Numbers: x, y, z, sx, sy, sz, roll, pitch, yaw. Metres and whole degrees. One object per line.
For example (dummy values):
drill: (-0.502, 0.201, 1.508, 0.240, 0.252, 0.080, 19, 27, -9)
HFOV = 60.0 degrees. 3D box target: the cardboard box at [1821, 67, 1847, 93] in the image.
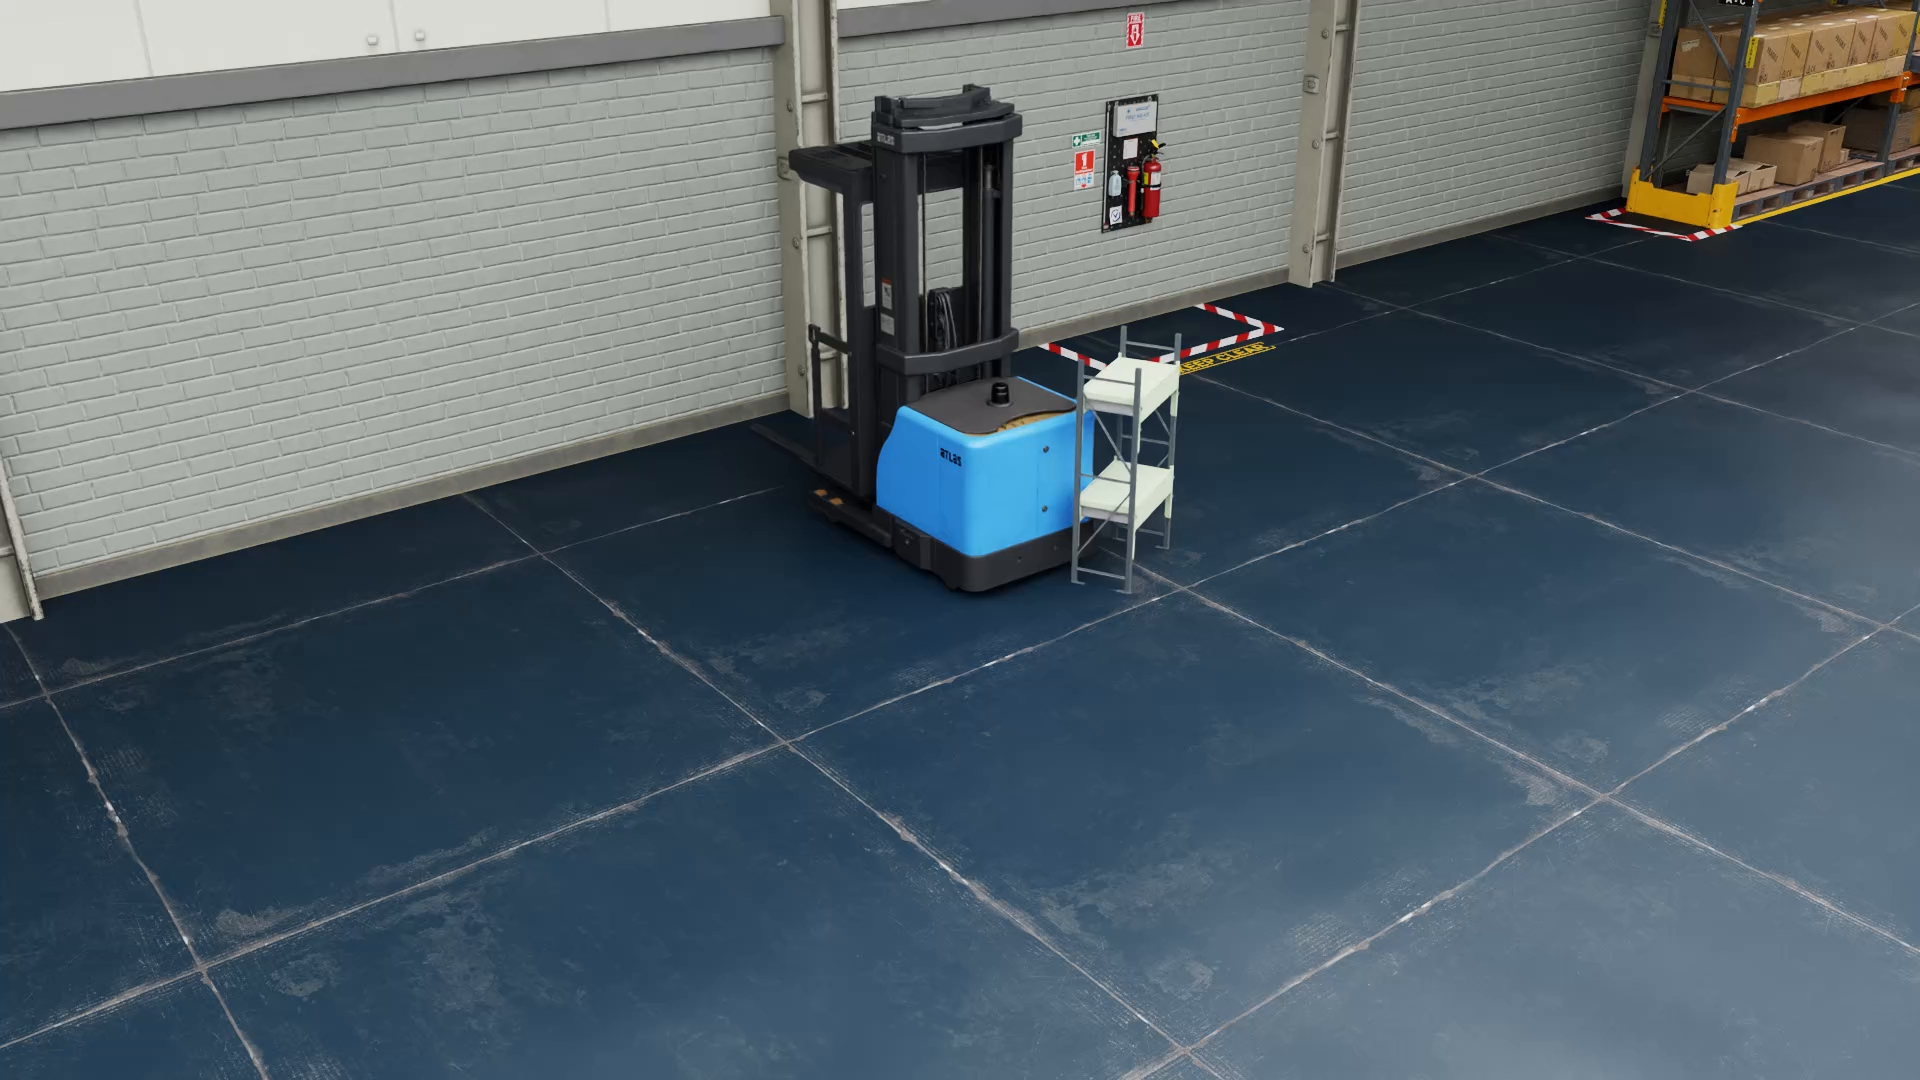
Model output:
cardboard box: (10.054, -5.452, 19.588, 0.500, 0.250, 0.500, -18, 30, -34)

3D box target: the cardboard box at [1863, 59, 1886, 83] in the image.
cardboard box: (10.835, -5.718, 20.163, 0.500, 0.250, 0.500, -18, 30, -34)

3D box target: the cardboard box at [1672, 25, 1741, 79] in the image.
cardboard box: (8.510, -5.563, 18.936, 0.500, 0.500, 0.500, -19, 31, -35)

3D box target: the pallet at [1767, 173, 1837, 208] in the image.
pallet: (9.951, -4.358, 20.389, 1.213, 0.211, 1.003, -18, 31, -34)

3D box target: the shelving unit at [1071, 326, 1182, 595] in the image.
shelving unit: (1.055, -0.513, 10.575, 0.431, 1.500, 0.755, 11, 27, 23)

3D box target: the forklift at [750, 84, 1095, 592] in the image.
forklift: (-0.417, -1.564, 11.138, 1.130, 2.935, 3.031, -18, 30, -33)

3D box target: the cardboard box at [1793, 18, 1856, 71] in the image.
cardboard box: (10.036, -5.789, 19.425, 0.500, 0.500, 0.500, -17, 30, -32)

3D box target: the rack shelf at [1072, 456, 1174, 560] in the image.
rack shelf: (1.055, -0.218, 10.712, 0.431, 0.370, 0.720, 11, 27, 23)

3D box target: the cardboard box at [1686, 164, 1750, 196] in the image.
cardboard box: (8.871, -4.218, 19.448, 0.500, 0.311, 0.500, -23, 33, -40)

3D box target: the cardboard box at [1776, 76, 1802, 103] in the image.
cardboard box: (9.250, -5.191, 19.026, 0.500, 0.250, 0.500, -19, 31, -36)

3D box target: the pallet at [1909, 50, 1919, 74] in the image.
pallet: (12.110, -6.191, 21.254, 1.213, 0.211, 1.003, -18, 31, -34)

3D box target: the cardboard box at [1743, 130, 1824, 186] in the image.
cardboard box: (9.927, -4.626, 20.102, 0.500, 0.500, 0.700, -21, 32, -37)

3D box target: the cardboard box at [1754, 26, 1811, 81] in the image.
cardboard box: (9.227, -5.519, 18.843, 0.500, 0.500, 0.500, -18, 30, -34)

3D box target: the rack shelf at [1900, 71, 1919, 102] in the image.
rack shelf: (12.992, -6.321, 22.161, 4.000, 0.370, 1.077, -18, 31, -34)

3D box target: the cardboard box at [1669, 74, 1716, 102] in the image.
cardboard box: (8.519, -5.215, 19.078, 0.500, 0.250, 0.500, -18, 30, -33)

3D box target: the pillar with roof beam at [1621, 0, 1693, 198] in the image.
pillar with roof beam: (10.944, -6.852, 15.325, 0.400, 9.000, 9.100, -18, 31, -34)

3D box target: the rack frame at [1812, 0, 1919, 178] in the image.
rack frame: (11.418, -6.128, 20.890, 0.127, 3.000, 1.000, -18, 31, -34)

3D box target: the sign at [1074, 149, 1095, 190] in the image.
sign: (1.099, -3.276, 14.703, 0.234, 0.329, 0.001, -18, 31, -34)

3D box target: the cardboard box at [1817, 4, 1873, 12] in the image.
cardboard box: (10.920, -6.356, 20.645, 0.500, 0.500, 0.500, -19, 31, -35)

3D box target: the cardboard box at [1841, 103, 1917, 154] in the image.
cardboard box: (11.987, -5.390, 21.747, 0.500, 0.500, 0.700, -17, 30, -32)

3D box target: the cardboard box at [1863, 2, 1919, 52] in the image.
cardboard box: (11.840, -6.493, 21.037, 0.500, 0.500, 0.700, -18, 30, -34)

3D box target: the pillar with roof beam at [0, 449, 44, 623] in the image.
pillar with roof beam: (-3.220, -2.176, 5.250, 0.400, 9.000, 9.100, -18, 31, -34)

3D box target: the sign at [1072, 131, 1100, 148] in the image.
sign: (1.108, -3.514, 14.587, 0.331, 0.109, 0.001, -18, 31, -34)

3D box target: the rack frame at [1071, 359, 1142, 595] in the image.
rack frame: (0.897, -0.374, 10.275, 0.400, 1.500, 0.023, 11, 27, 23)

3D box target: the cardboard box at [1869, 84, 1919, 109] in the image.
cardboard box: (12.332, -5.846, 21.838, 0.500, 0.250, 0.500, -19, 31, -35)

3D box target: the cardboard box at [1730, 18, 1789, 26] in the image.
cardboard box: (9.317, -5.826, 19.503, 0.500, 0.500, 0.500, -19, 31, -35)

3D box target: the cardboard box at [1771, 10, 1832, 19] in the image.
cardboard box: (10.115, -6.095, 20.084, 0.500, 0.500, 0.500, -17, 30, -33)

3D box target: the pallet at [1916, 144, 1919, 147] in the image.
pallet: (12.991, -5.384, 22.600, 1.213, 0.211, 1.003, -18, 31, -34)

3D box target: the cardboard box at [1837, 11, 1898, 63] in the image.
cardboard box: (10.848, -6.052, 19.991, 0.500, 0.500, 0.500, -18, 31, -34)

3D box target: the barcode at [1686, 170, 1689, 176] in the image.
barcode: (8.638, -4.360, 19.741, 0.075, 0.075, 0.001, -18, 31, -34)

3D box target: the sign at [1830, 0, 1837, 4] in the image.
sign: (11.073, -6.836, 21.040, 0.005, 0.325, 0.100, -18, 31, -34)

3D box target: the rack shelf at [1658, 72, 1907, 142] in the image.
rack shelf: (9.845, -5.282, 19.922, 4.000, 0.370, 1.077, -18, 31, -34)

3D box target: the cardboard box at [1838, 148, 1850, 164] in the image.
cardboard box: (11.016, -4.893, 21.073, 0.380, 0.166, 0.250, 22, 33, 39)

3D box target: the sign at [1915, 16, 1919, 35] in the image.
sign: (11.759, -6.343, 20.325, 0.005, 0.325, 0.100, -18, 31, -34)

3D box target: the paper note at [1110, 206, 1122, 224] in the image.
paper note: (1.416, -2.946, 15.082, 0.142, 0.148, 0.016, -18, 31, -34)
